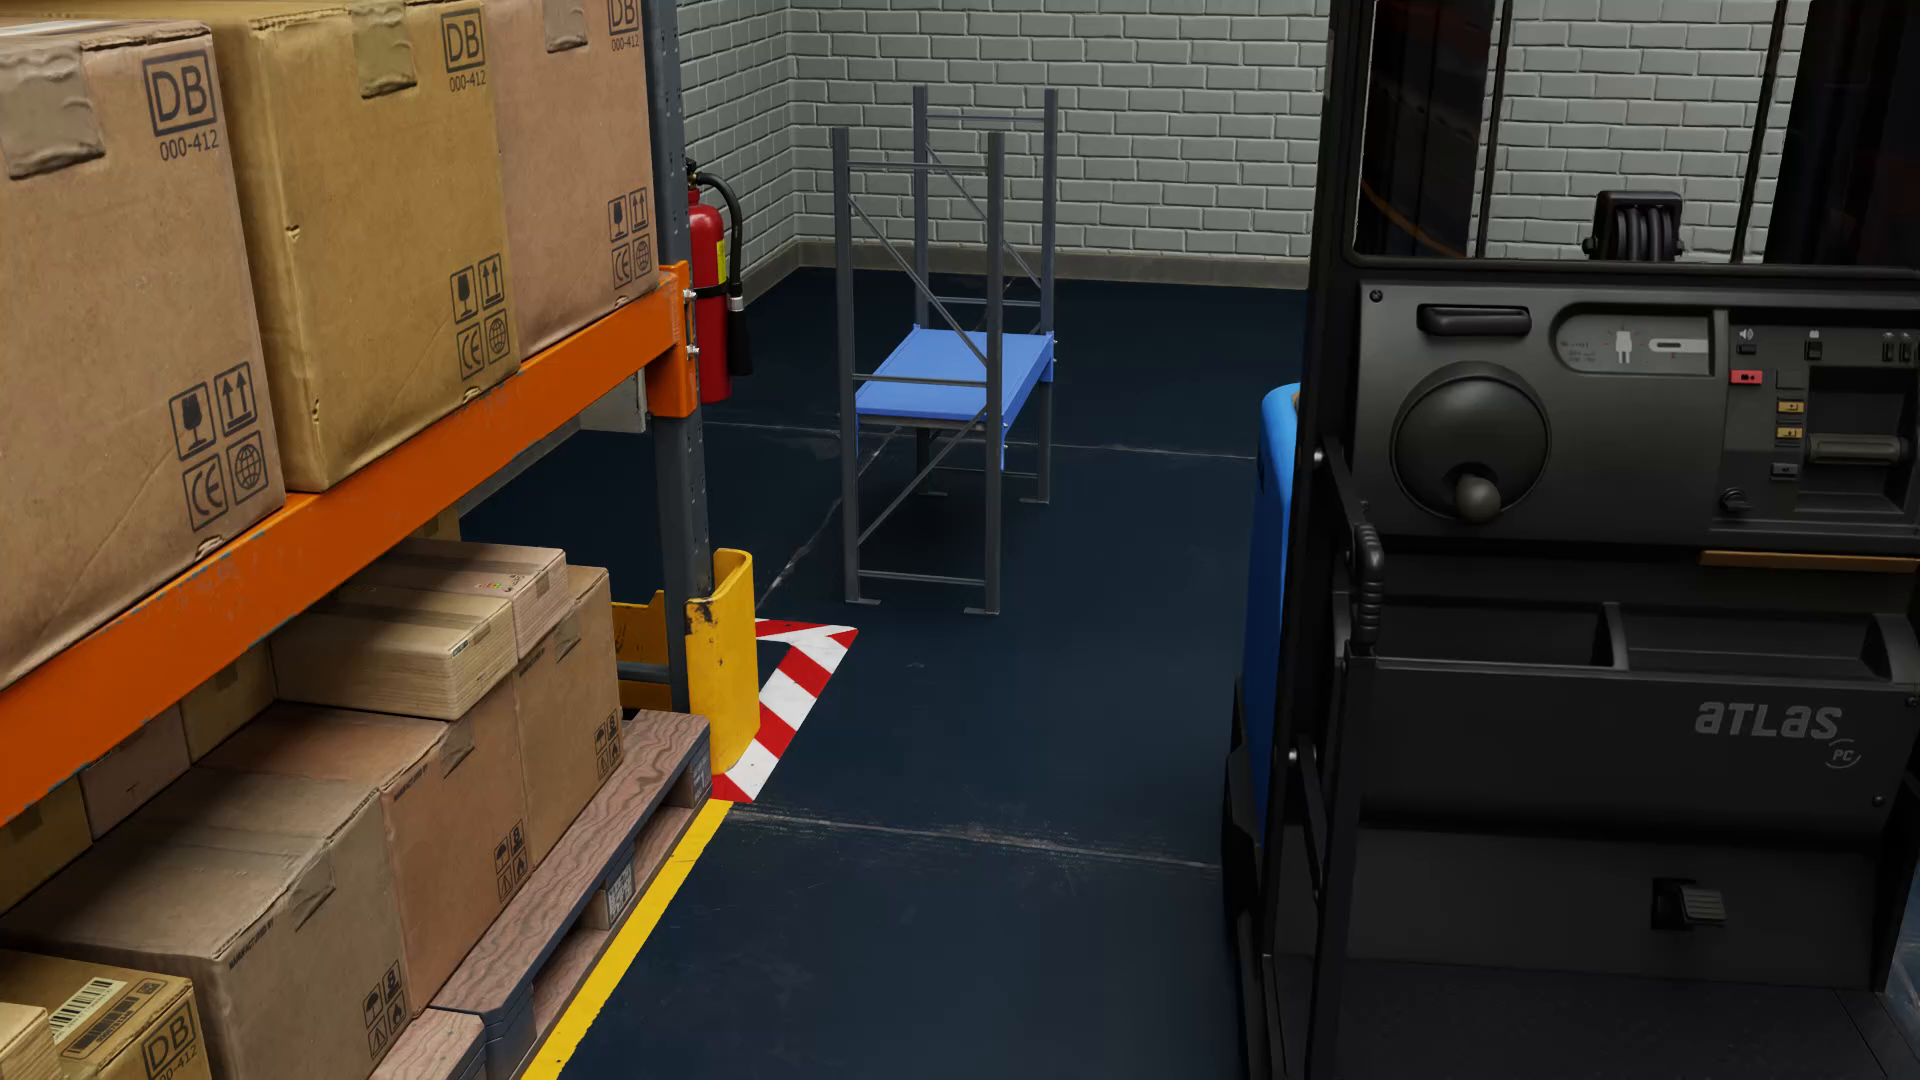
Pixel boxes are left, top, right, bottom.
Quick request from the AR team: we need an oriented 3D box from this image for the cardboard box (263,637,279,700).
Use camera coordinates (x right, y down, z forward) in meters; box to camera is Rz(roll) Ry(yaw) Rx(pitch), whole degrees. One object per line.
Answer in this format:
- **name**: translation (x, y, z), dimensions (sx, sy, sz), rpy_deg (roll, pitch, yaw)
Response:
- **cardboard box**: translation (-1.468, 0.182, 3.303), dimensions (0.380, 0.149, 0.250), rpy_deg (5, 22, 11)

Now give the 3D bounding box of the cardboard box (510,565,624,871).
- **cardboard box**: translation (-1.195, 0.358, 3.733), dimensions (0.700, 0.500, 0.500), rpy_deg (4, 22, 11)

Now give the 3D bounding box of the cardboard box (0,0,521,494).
- **cardboard box**: translation (-1.382, -0.555, 2.815), dimensions (0.980, 0.700, 0.700), rpy_deg (4, 22, 10)

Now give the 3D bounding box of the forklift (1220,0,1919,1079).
- **forklift**: translation (1.065, -0.177, 2.370), dimensions (1.130, 2.935, 3.031), rpy_deg (2, 22, 5)

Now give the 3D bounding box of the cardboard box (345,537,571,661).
- **cardboard box**: translation (-1.043, 0.118, 3.461), dimensions (0.380, 0.149, 0.250), rpy_deg (4, 22, 10)

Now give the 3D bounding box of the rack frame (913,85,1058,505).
- **rack frame**: translation (0.086, -0.850, 5.958), dimensions (0.500, 1.500, 0.032), rpy_deg (4, 22, 11)

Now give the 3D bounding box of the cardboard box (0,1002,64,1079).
- **cardboard box**: translation (-1.358, 0.689, 2.044), dimensions (0.380, 0.149, 0.250), rpy_deg (4, 22, 9)

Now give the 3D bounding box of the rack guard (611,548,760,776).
- **rack guard**: translation (-1.145, 0.281, 4.488), dimensions (1.175, 0.500, 0.348), rpy_deg (4, 22, 11)

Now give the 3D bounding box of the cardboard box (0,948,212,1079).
- **cardboard box**: translation (-1.500, 0.921, 2.336), dimensions (0.700, 0.500, 0.500), rpy_deg (5, 22, 12)

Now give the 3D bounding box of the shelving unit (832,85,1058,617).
- **shelving unit**: translation (-0.017, -0.665, 5.496), dimensions (0.538, 1.500, 1.048), rpy_deg (4, 22, 11)

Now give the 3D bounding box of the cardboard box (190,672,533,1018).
- **cardboard box**: translation (-1.297, 0.541, 3.279), dimensions (0.700, 0.500, 0.500), rpy_deg (4, 22, 11)

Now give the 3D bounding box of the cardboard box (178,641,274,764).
- **cardboard box**: translation (-1.519, 0.273, 3.076), dimensions (0.380, 0.149, 0.250), rpy_deg (5, 22, 11)

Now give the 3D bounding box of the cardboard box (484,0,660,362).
- **cardboard box**: translation (-1.244, -0.822, 3.478), dimensions (0.980, 0.700, 0.700), rpy_deg (5, 23, 13)

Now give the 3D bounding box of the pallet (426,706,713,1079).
- **pallet**: translation (-1.236, 0.722, 3.779), dimensions (1.003, 0.211, 1.213), rpy_deg (4, 22, 11)

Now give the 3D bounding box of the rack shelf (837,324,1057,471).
- **rack shelf**: translation (-0.017, -0.498, 5.563), dimensions (0.538, 0.185, 1.000), rpy_deg (4, 22, 11)

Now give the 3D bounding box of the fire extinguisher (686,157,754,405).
- **fire extinguisher**: translation (-0.667, -0.681, 4.133), dimensions (0.296, 0.674, 0.183), rpy_deg (4, 22, 11)

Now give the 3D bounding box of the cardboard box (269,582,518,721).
- **cardboard box**: translation (-1.094, 0.212, 3.228), dimensions (0.380, 0.149, 0.250), rpy_deg (5, 22, 12)

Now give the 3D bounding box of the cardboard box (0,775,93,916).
- **cardboard box**: translation (-1.622, 0.460, 2.611), dimensions (0.380, 0.149, 0.250), rpy_deg (5, 22, 11)

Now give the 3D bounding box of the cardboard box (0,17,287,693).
- **cardboard box**: translation (-1.546, -0.277, 2.125), dimensions (0.980, 0.700, 0.700), rpy_deg (3, 22, 8)

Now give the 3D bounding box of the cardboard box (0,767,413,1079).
- **cardboard box**: translation (-1.399, 0.725, 2.822), dimensions (0.700, 0.500, 0.500), rpy_deg (4, 22, 9)

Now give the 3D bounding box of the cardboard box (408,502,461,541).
- **cardboard box**: translation (-1.365, -0.004, 3.763), dimensions (0.380, 0.149, 0.250), rpy_deg (5, 22, 11)

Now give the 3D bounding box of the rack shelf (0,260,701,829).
- **rack shelf**: translation (-1.558, 0.195, 2.317), dimensions (1.077, 0.370, 4.000), rpy_deg (4, 22, 11)

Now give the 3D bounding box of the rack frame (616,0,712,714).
- **rack frame**: translation (-1.150, -0.870, 3.999), dimensions (1.000, 3.000, 0.127), rpy_deg (4, 22, 11)

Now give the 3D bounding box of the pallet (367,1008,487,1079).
- **pallet**: translation (-1.488, 1.167, 2.675), dimensions (1.003, 0.211, 1.213), rpy_deg (4, 22, 11)

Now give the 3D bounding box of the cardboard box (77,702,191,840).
- **cardboard box**: translation (-1.570, 0.366, 2.845), dimensions (0.380, 0.149, 0.250), rpy_deg (5, 22, 12)

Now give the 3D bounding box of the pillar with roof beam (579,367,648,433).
- **pillar with roof beam**: translation (2.769, -4.378, 4.679), dimensions (9.100, 9.000, 0.400), rpy_deg (4, 22, 11)

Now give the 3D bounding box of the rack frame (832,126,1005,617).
- **rack frame**: translation (-0.121, -0.479, 5.034), dimensions (0.500, 1.500, 0.032), rpy_deg (4, 22, 11)
